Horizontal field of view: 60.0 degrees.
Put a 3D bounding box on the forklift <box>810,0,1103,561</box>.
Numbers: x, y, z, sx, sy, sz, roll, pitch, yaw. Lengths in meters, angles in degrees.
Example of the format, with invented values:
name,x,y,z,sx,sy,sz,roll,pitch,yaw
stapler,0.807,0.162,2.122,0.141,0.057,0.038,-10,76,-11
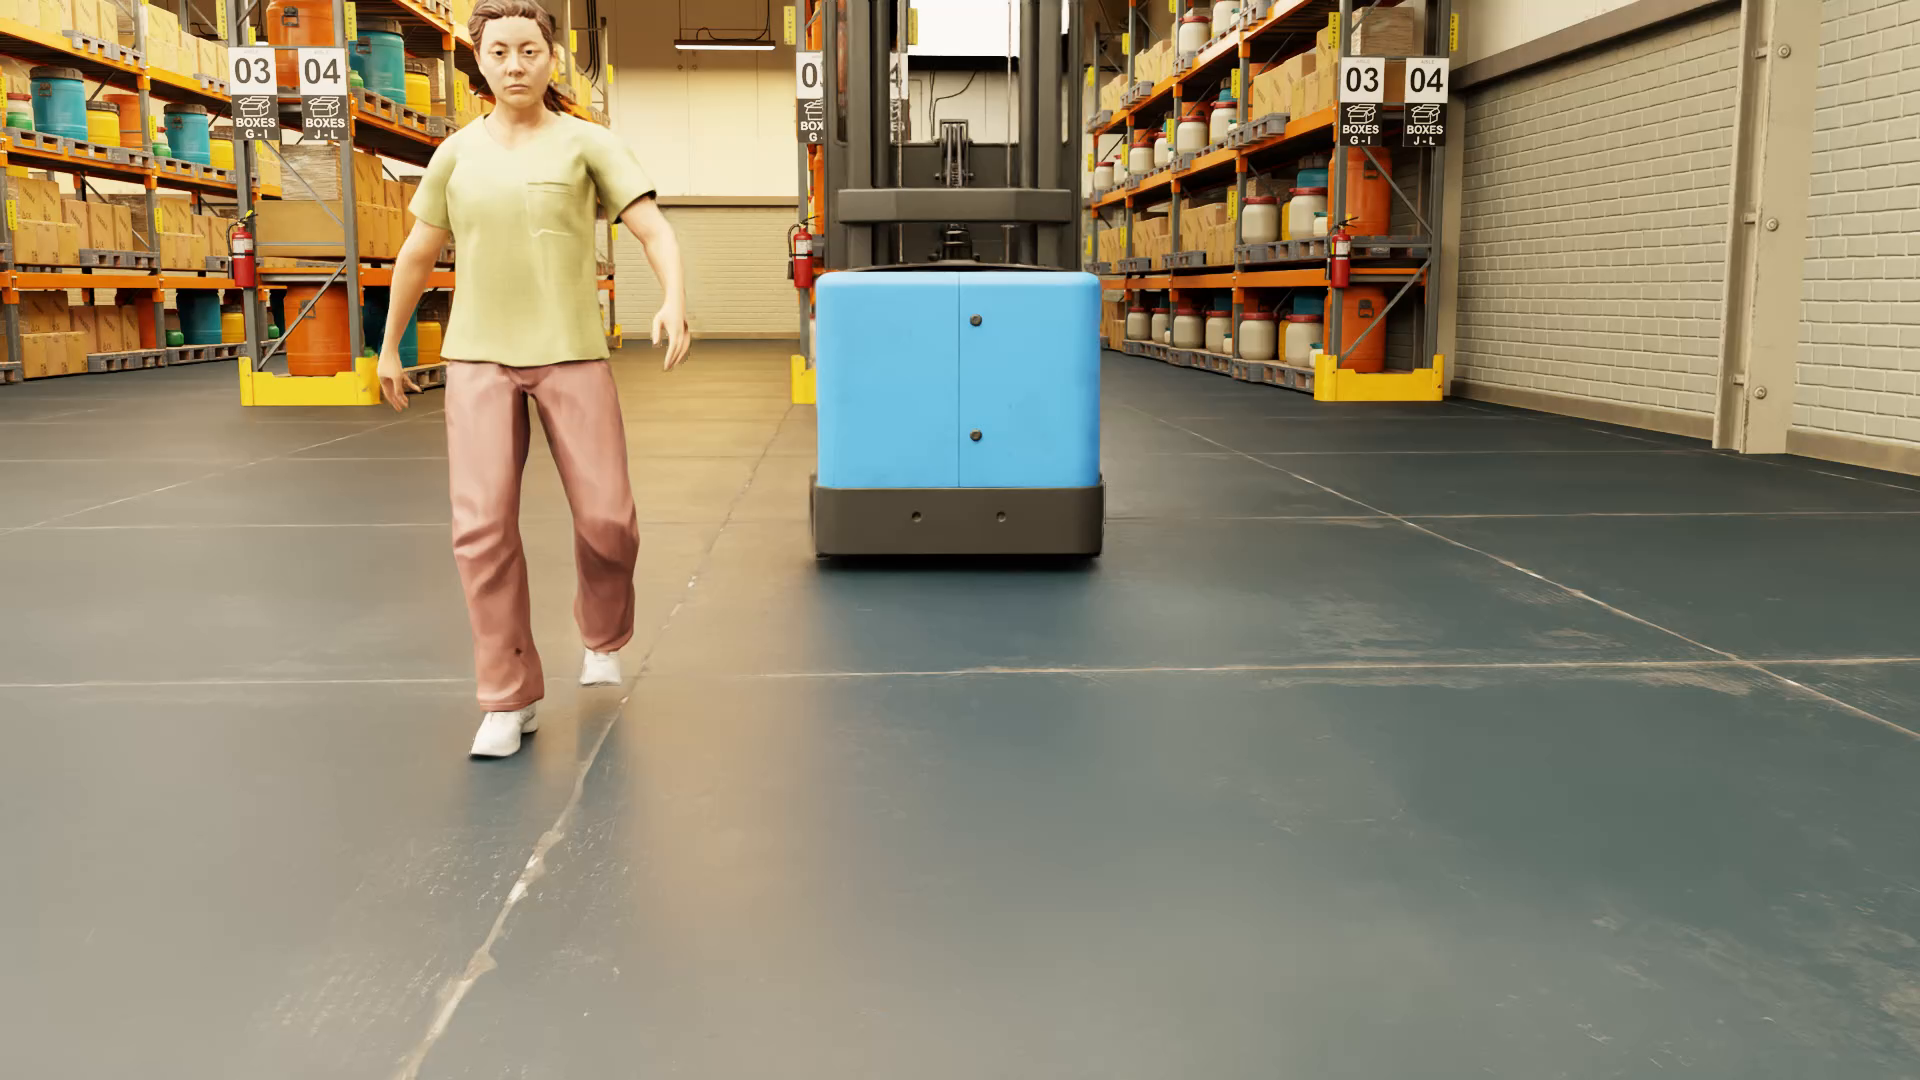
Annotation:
name,x,y,z,sx,sy,sz,roll,pitch,yaw
forklift,-0.037,-1.549,7.265,1.130,2.935,3.031,0,8,-1

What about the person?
name,x,y,z,sx,sy,sz,roll,pitch,yaw
person,-0.971,-0.384,3.767,0.737,1.660,0.603,-1,8,-6
